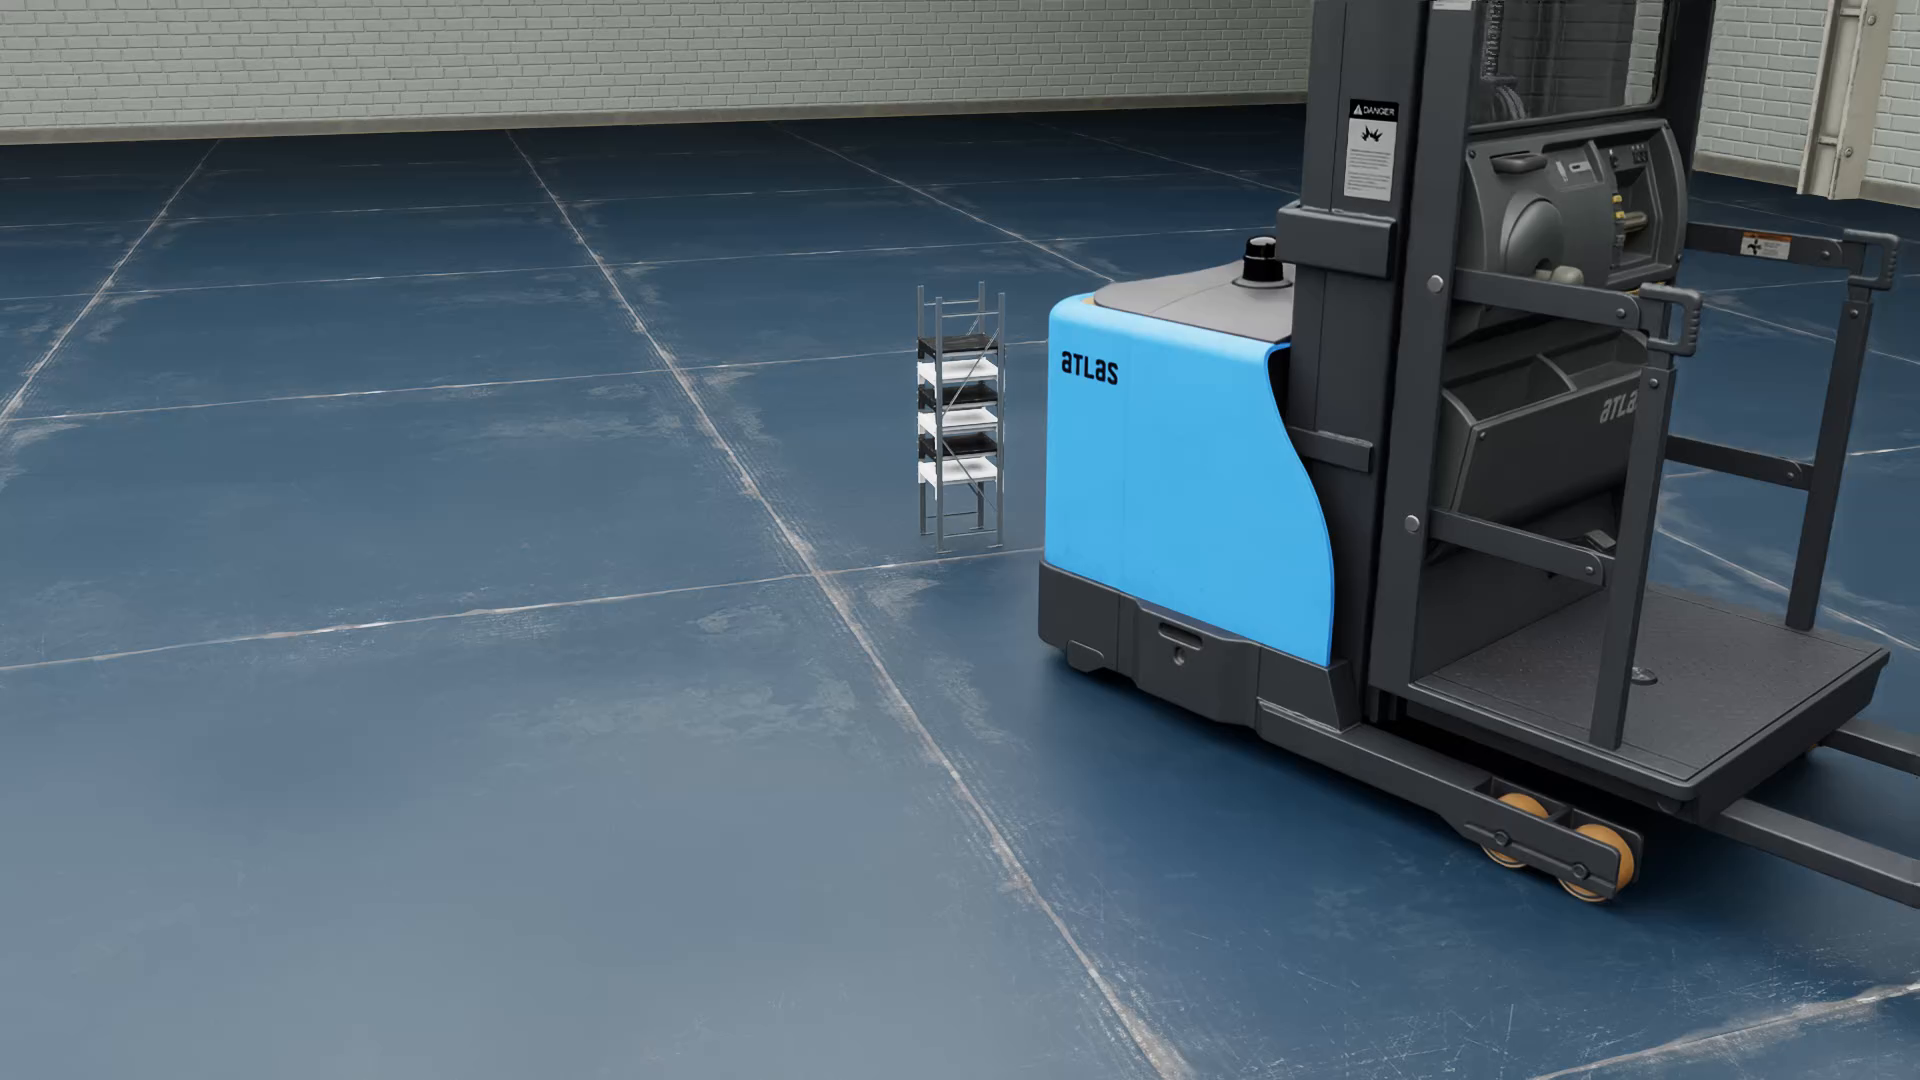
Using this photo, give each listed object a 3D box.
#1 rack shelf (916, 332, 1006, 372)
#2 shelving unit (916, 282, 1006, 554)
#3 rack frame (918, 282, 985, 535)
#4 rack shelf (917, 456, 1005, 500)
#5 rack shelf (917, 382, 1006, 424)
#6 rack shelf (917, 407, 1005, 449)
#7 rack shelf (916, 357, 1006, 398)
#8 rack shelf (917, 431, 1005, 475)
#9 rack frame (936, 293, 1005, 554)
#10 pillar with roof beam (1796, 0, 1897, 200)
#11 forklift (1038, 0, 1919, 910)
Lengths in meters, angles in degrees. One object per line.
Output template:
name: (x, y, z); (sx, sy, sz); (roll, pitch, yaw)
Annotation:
rack shelf: (0.003, -0.644, 5.677); (0.258, 0.077, 0.200); (-6, 21, -17)
shelving unit: (0.003, -0.421, 5.757); (0.258, 0.900, 0.210); (-6, 21, -17)
rack frame: (-0.029, -0.454, 5.848); (0.240, 0.900, 0.006); (-6, 21, -17)
rack shelf: (0.003, -0.220, 5.829); (0.258, 0.077, 0.200); (-6, 21, -17)
rack shelf: (0.003, -0.474, 5.738); (0.258, 0.077, 0.200); (-6, 21, -17)
rack shelf: (0.003, -0.390, 5.768); (0.258, 0.077, 0.200); (-6, 21, -17)
rack shelf: (0.003, -0.559, 5.708); (0.258, 0.077, 0.200); (-6, 21, -17)
rack shelf: (0.003, -0.305, 5.799); (0.258, 0.077, 0.200); (-6, 21, -17)
rack frame: (0.034, -0.388, 5.666); (0.240, 0.900, 0.006); (-6, 21, -17)
pillar with roof beam: (3.208, -6.670, 11.174); (9.100, 9.000, 0.400); (-6, 21, -17)
forklift: (1.589, -0.773, 3.732); (1.130, 2.935, 3.031); (-17, 26, -39)
